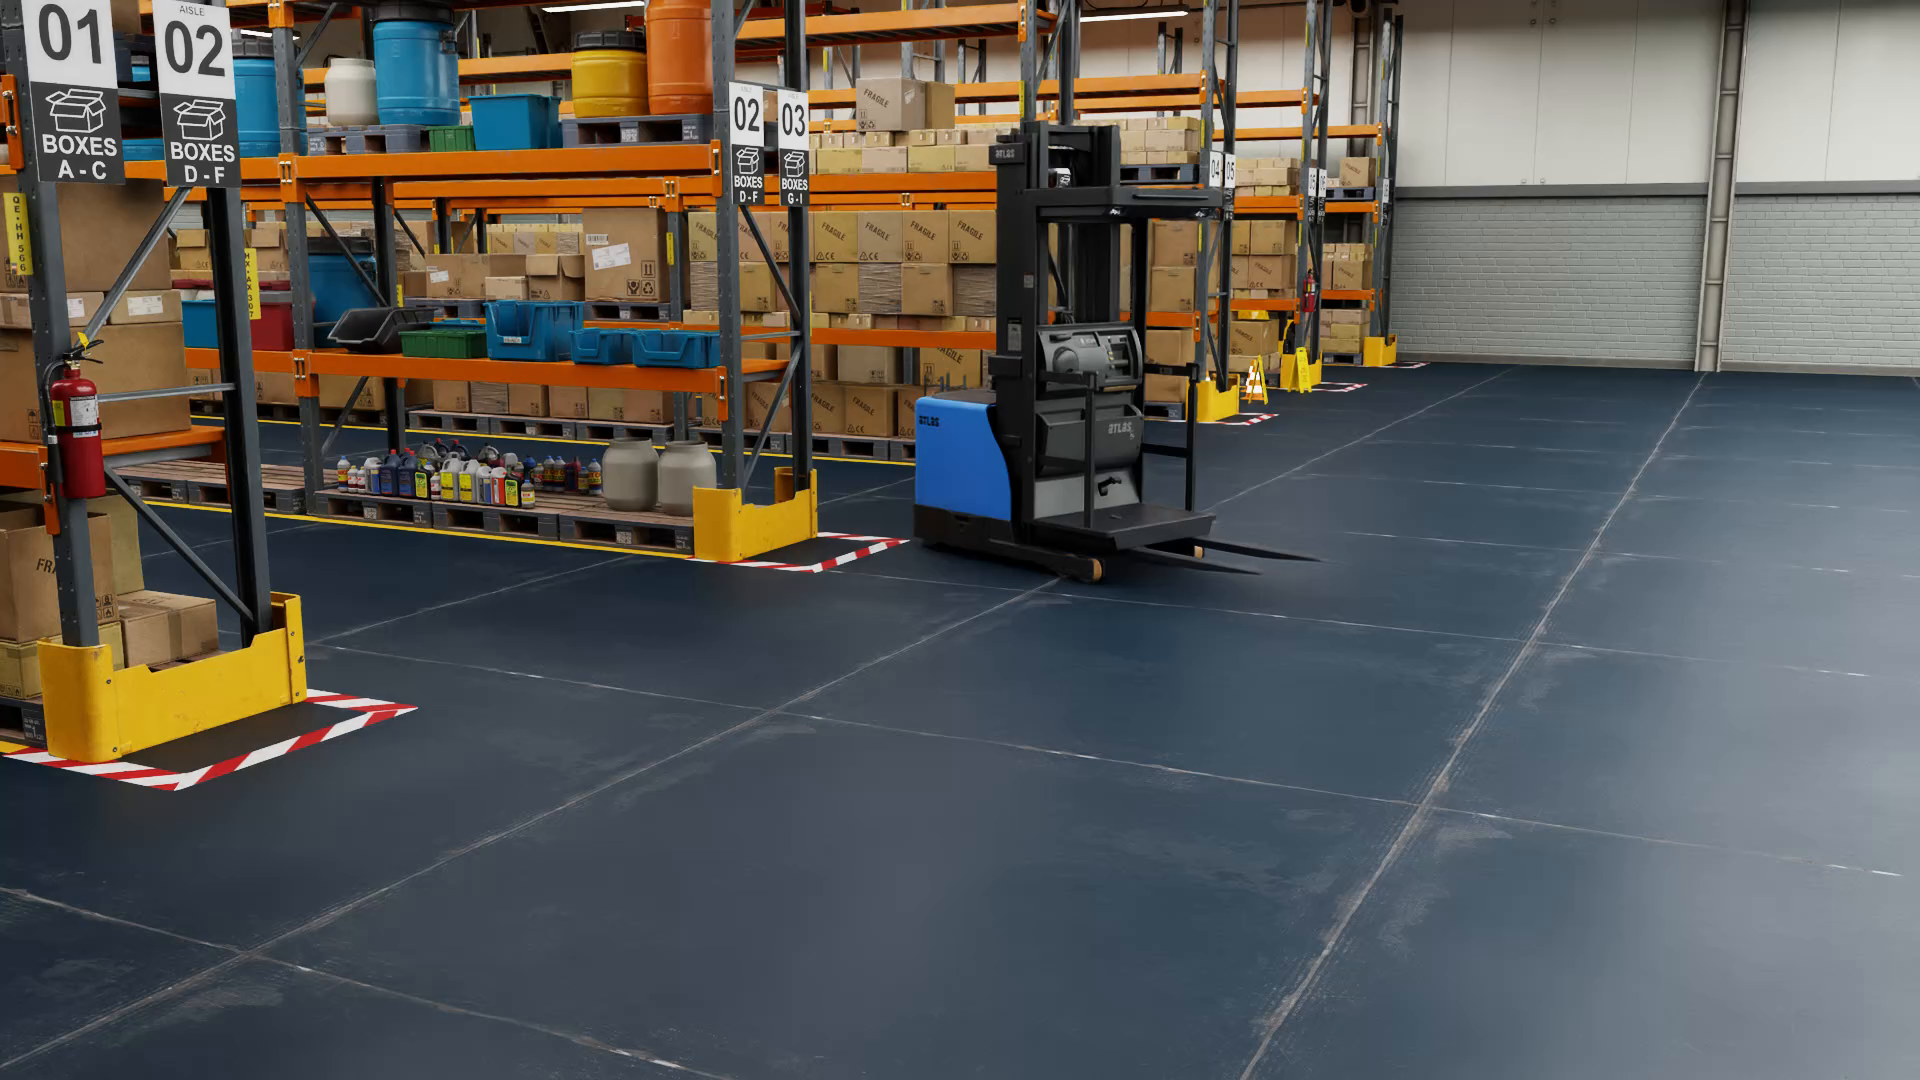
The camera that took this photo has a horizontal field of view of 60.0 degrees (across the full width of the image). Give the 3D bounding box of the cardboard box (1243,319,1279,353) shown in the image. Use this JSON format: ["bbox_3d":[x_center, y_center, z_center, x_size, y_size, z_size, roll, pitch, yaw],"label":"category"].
[{"bbox_3d":[4.592,-3.134,25.562,0.500,0.500,0.500,5,11,24],"label":"cardboard box"}]

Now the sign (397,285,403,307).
[{"bbox_3d":[-4.696,-1.967,13.898,0.005,0.325,0.100,5,11,26],"label":"sign"}]

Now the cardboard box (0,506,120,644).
[{"bbox_3d":[-4.169,0.145,7.443,0.500,0.500,0.500,5,11,26],"label":"cardboard box"}]

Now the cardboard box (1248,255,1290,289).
[{"bbox_3d":[4.606,-3.997,24.774,0.500,0.500,0.500,5,11,25],"label":"cardboard box"}]

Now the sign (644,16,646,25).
[{"bbox_3d":[-4.291,-6.997,22.780,0.005,0.325,0.100,5,11,26],"label":"sign"}]

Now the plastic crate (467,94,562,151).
[{"bbox_3d":[-3.205,-2.999,11.999,0.575,0.384,0.392,5,11,26],"label":"plastic crate"}]

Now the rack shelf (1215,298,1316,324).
[{"bbox_3d":[3.421,-3.606,25.751,4.000,0.370,1.077,5,11,26],"label":"rack shelf"}]

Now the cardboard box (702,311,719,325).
[{"bbox_3d":[-2.479,-2.324,17.356,0.250,0.149,0.380,5,11,26],"label":"cardboard box"}]

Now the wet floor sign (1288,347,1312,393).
[{"bbox_3d":[4.912,-2.458,23.999,0.267,0.644,0.232,-10,14,-43],"label":"wet floor sign"}]

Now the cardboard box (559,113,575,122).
[{"bbox_3d":[-3.980,-4.395,18.200,0.637,0.503,0.797,6,12,28],"label":"cardboard box"}]

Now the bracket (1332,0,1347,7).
[{"bbox_3d":[6.653,-9.493,29.309,0.430,0.232,0.235,5,11,26],"label":"bracket"}]

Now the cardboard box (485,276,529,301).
[{"bbox_3d":[-4.943,-2.814,18.598,0.500,0.250,0.500,5,11,24],"label":"cardboard box"}]

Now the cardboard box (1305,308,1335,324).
[{"bbox_3d":[6.396,-3.967,29.459,0.500,0.250,0.500,5,12,27],"label":"cardboard box"}]

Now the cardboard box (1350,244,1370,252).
[{"bbox_3d":[6.993,-5.105,29.075,0.250,0.149,0.380,5,11,26],"label":"cardboard box"}]

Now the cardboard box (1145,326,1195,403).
[{"bbox_3d":[2.478,-2.208,20.793,0.875,0.875,0.875,5,11,26],"label":"cardboard box"}]

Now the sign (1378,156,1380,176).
[{"bbox_3d":[7.155,-6.382,28.386,0.005,0.325,0.100,5,11,26],"label":"sign"}]

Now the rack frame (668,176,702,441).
[{"bbox_3d":[-2.757,-2.535,17.813,0.127,3.000,1.000,5,11,26],"label":"rack frame"}]

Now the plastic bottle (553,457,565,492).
[{"bbox_3d":[-3.157,-0.522,13.118,0.097,0.271,0.097,0,10,0],"label":"plastic bottle"}]

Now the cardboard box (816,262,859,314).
[{"bbox_3d":[-1.025,-2.571,16.895,0.500,0.500,0.875,5,11,26],"label":"cardboard box"}]

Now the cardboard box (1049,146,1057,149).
[{"bbox_3d":[1.203,-4.921,20.702,0.500,0.250,0.500,5,11,26],"label":"cardboard box"}]

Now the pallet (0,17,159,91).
[{"bbox_3d":[-4.180,-2.130,7.402,1.213,0.211,1.003,5,11,26],"label":"pallet"}]

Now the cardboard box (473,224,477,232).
[{"bbox_3d":[-8.938,-5.851,31.228,0.250,0.149,0.380,5,12,27],"label":"cardboard box"}]

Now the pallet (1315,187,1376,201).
[{"bbox_3d":[6.785,-6.088,29.269,1.213,0.211,1.003,5,11,26],"label":"pallet"}]

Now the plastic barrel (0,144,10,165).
[{"bbox_3d":[-8.393,-3.517,14.501,0.421,0.512,0.421,0,10,0],"label":"plastic barrel"}]

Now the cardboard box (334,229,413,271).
[{"bbox_3d":[-6.993,-3.453,19.789,0.637,0.503,0.797,5,12,28],"label":"cardboard box"}]

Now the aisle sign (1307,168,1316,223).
[{"bbox_3d":[5.142,-5.030,24.302,0.004,0.787,0.394,5,11,26],"label":"aisle sign"}]

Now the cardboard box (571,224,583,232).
[{"bbox_3d":[-6.847,-5.672,30.238,0.250,0.149,0.380,5,11,25],"label":"cardboard box"}]

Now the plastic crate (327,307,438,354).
[{"bbox_3d":[-4.536,-1.652,13.107,0.504,0.338,0.767,5,11,26],"label":"plastic crate"}]

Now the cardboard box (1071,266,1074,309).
[{"bbox_3d":[1.813,-3.204,21.087,0.550,0.550,0.875,5,11,26],"label":"cardboard box"}]

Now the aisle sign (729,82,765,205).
[{"bbox_3d":[-1.429,-2.655,11.175,0.004,0.787,0.394,5,11,26],"label":"aisle sign"}]

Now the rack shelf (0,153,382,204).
[{"bbox_3d":[-6.743,-3.023,14.110,4.000,0.370,1.077,5,11,26],"label":"rack shelf"}]

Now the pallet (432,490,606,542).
[{"bbox_3d":[-3.267,-0.216,12.831,1.213,0.211,1.003,5,11,26],"label":"pallet"}]

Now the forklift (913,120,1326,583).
[{"bbox_3d":[1.019,-1.265,10.990,1.130,2.935,3.031,-9,14,-41],"label":"forklift"}]

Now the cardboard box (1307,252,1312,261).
[{"bbox_3d":[6.307,-5.013,29.405,0.250,0.149,0.380,5,11,25],"label":"cardboard box"}]

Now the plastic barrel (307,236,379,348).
[{"bbox_3d":[-5.161,-2.069,13.833,0.708,0.901,0.600,5,11,26],"label":"plastic barrel"}]

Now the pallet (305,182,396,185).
[{"bbox_3d":[-6.945,-4.275,19.538,1.003,0.211,1.213,6,12,28],"label":"pallet"}]

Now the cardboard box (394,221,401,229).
[{"bbox_3d":[-8.654,-4.671,25.691,0.500,0.500,0.500,5,11,24],"label":"cardboard box"}]

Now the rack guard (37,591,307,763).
[{"bbox_3d":[-3.535,0.594,7.543,0.348,0.500,1.175,5,11,26],"label":"rack guard"}]

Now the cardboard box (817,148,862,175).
[{"bbox_3d":[-1.073,-3.739,16.463,0.500,0.250,0.500,5,11,25],"label":"cardboard box"}]

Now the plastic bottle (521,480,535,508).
[{"bbox_3d":[-3.203,-0.343,12.323,0.097,0.201,0.097,0,10,0],"label":"plastic bottle"}]

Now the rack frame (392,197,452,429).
[{"bbox_3d":[-6.345,-2.850,19.554,0.127,3.000,1.000,5,11,26],"label":"rack frame"}]

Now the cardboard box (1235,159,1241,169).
[{"bbox_3d":[4.125,-5.598,24.784,0.250,0.149,0.380,5,11,26],"label":"cardboard box"}]

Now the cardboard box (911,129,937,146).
[{"bbox_3d":[-0.268,-3.849,15.955,0.250,0.149,0.380,5,11,26],"label":"cardboard box"}]

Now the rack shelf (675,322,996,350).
[{"bbox_3d":[-0.964,-2.023,17.006,4.000,0.370,1.077,5,11,26],"label":"rack shelf"}]

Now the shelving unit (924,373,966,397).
[{"bbox_3d":[-0.110,-0.619,12.280,0.258,1.200,0.189,-9,14,-41],"label":"shelving unit"}]

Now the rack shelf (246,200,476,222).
[{"bbox_3d":[-9.440,-5.229,26.297,4.000,0.370,1.077,5,11,26],"label":"rack shelf"}]

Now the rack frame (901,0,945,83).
[{"bbox_3d":[-0.472,-6.271,21.611,0.127,3.000,1.000,5,11,26],"label":"rack frame"}]

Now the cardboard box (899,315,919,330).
[{"bbox_3d":[-0.411,-2.165,16.476,0.250,0.149,0.380,5,11,26],"label":"cardboard box"}]

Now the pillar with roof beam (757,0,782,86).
[{"bbox_3d":[-5.484,-8.004,31.188,0.548,9.000,9.100,5,11,26],"label":"pillar with roof beam"}]

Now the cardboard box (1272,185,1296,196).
[{"bbox_3d":[4.771,-5.138,24.480,0.250,0.149,0.380,5,11,26],"label":"cardboard box"}]

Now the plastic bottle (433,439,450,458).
[{"bbox_3d":[-4.244,-0.652,13.613,0.185,0.351,0.144,5,11,24],"label":"plastic bottle"}]

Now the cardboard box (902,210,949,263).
[{"bbox_3d":[-0.224,-2.949,16.181,0.500,0.500,0.500,5,11,26],"label":"cardboard box"}]

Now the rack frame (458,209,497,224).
[{"bbox_3d":[-9.134,-5.063,31.783,0.127,3.000,1.000,5,11,26],"label":"rack frame"}]

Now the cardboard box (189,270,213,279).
[{"bbox_3d":[-9.179,-3.099,20.648,0.500,0.500,0.500,5,11,26],"label":"cardboard box"}]

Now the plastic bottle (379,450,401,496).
[{"bbox_3d":[-4.409,-0.527,12.921,0.185,0.351,0.144,5,12,27],"label":"plastic bottle"}]
